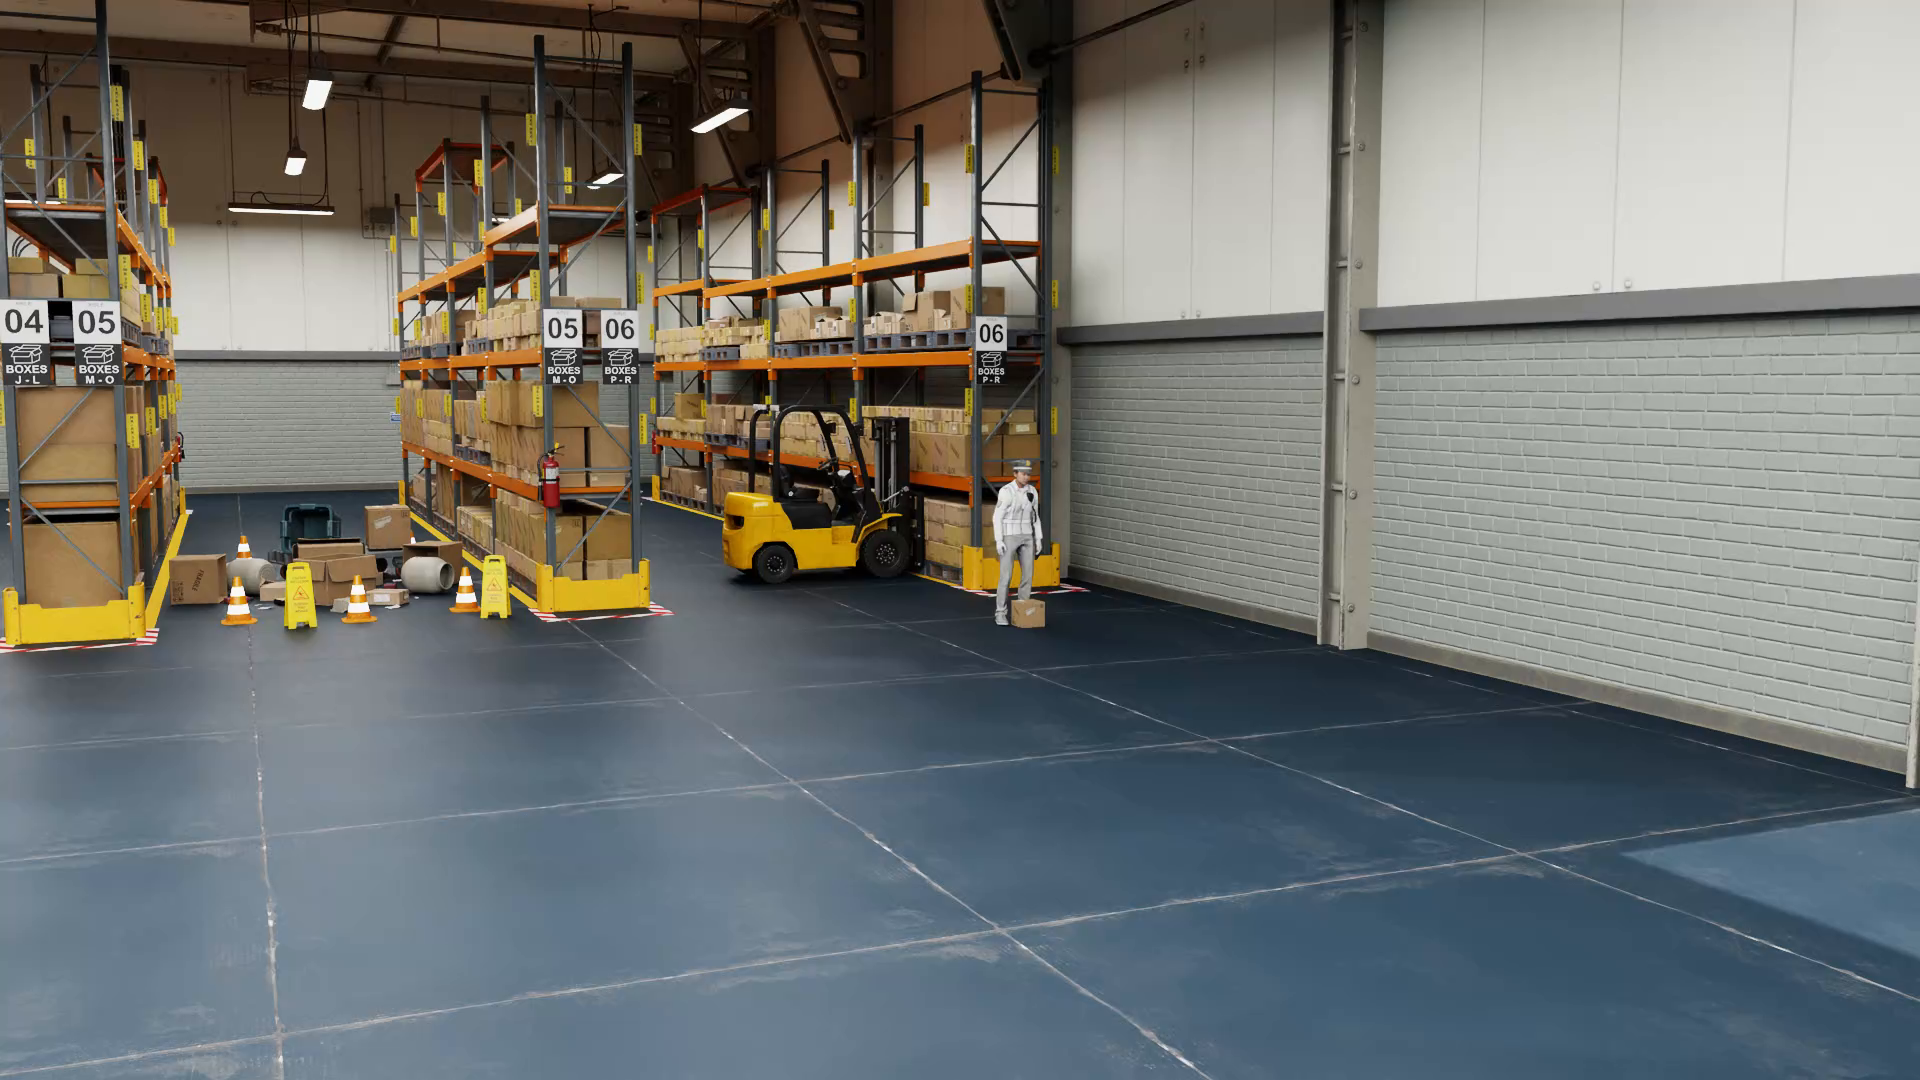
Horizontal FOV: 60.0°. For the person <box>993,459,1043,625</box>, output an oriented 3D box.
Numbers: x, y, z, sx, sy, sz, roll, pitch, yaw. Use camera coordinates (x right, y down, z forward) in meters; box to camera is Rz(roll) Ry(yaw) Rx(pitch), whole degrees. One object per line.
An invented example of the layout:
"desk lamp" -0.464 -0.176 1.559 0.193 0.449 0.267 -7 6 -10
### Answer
"person" 0.589 0.014 16.837 0.542 1.665 0.373 -3 6 -26
